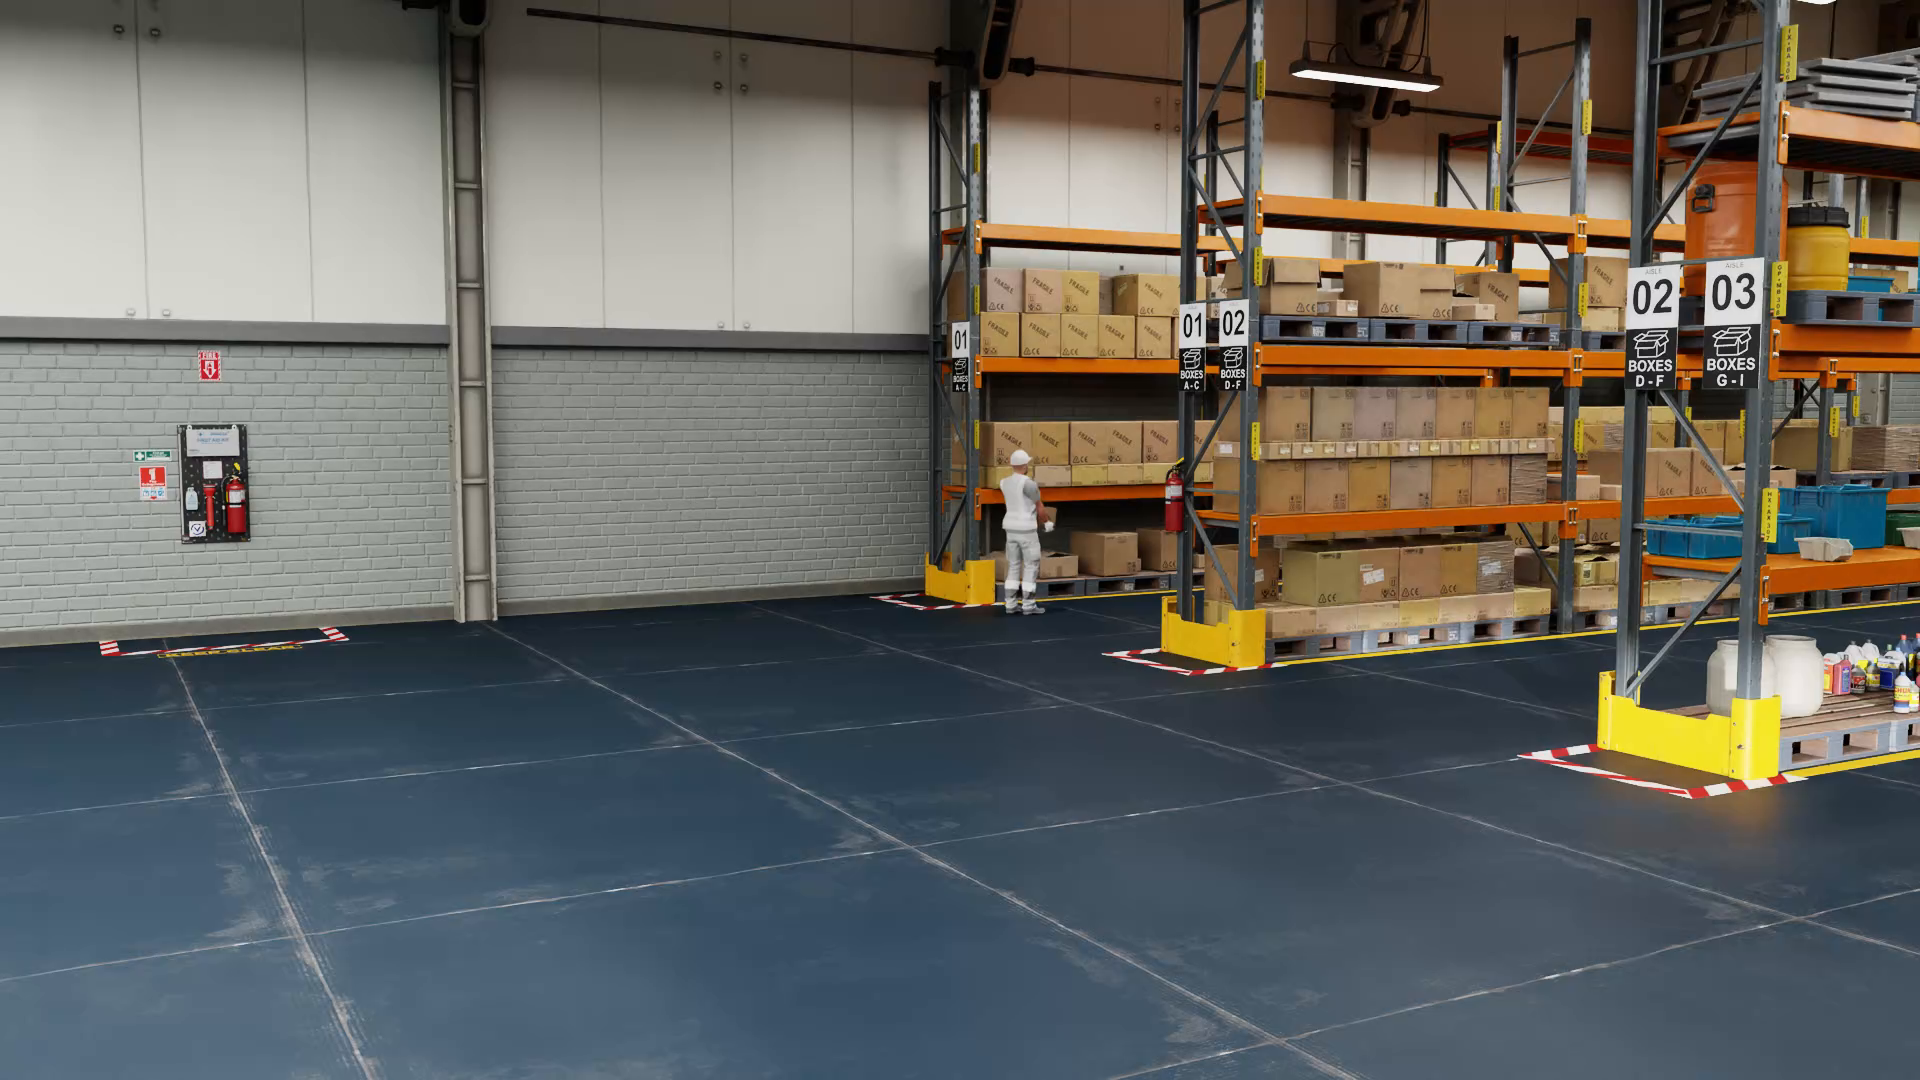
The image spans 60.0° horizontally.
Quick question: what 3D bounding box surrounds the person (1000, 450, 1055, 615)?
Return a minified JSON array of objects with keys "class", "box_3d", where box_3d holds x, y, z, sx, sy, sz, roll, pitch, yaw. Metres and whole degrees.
[{"class":"person","box_3d":[0.737,-0.093,18.122,0.562,1.787,0.495,-4,7,-42]}]
